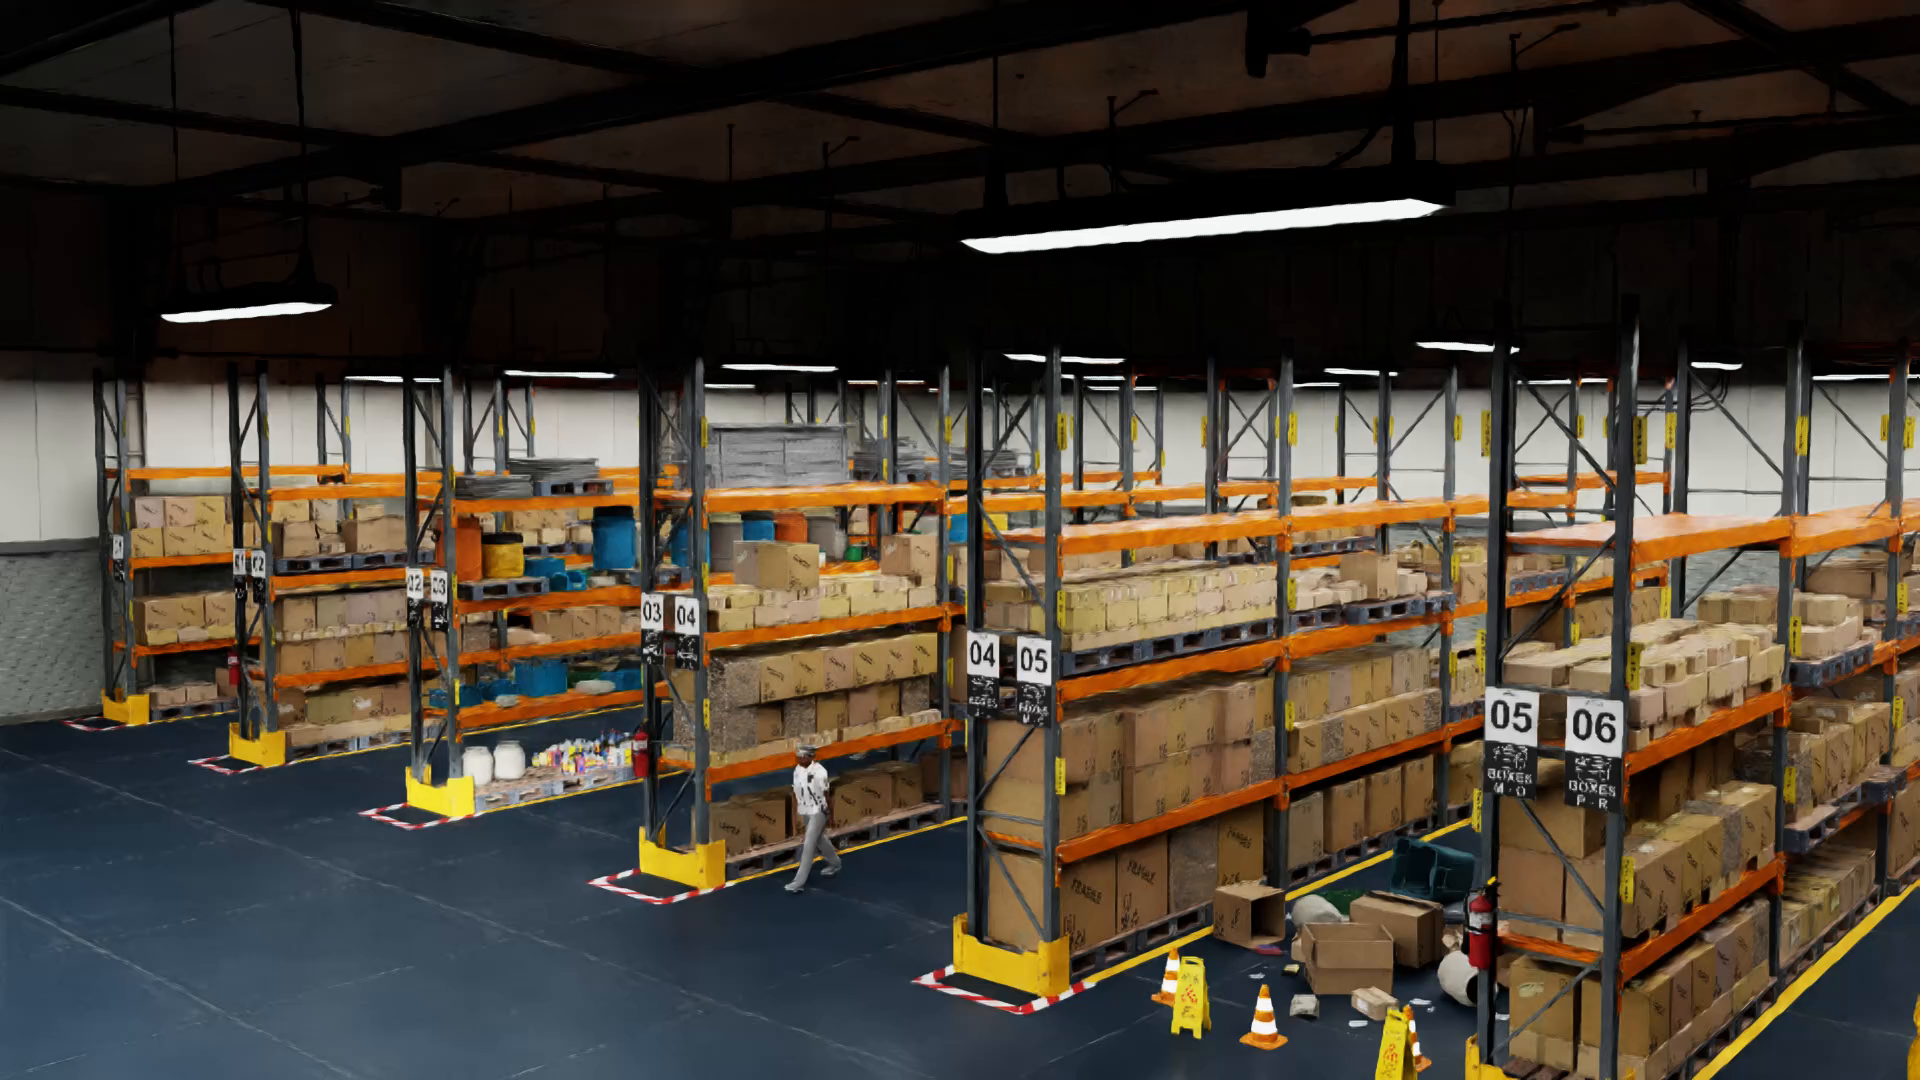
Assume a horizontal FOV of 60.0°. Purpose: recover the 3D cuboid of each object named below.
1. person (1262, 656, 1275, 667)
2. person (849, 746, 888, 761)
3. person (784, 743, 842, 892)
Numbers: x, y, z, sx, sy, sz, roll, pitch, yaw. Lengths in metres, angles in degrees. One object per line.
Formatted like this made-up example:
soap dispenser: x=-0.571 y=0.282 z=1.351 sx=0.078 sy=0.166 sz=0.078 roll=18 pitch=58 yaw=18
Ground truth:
person: x=4.559 y=2.516 z=24.313 sx=0.729 sy=1.733 sz=0.546 roll=3 pitch=5 yaw=40
person: x=-1.375 y=2.474 z=25.180 sx=0.542 sy=1.645 sz=1.126 roll=4 pitch=6 yaw=44
person: x=-1.654 y=3.001 z=18.360 sx=0.455 sy=1.588 sz=1.089 roll=3 pitch=5 yaw=39
